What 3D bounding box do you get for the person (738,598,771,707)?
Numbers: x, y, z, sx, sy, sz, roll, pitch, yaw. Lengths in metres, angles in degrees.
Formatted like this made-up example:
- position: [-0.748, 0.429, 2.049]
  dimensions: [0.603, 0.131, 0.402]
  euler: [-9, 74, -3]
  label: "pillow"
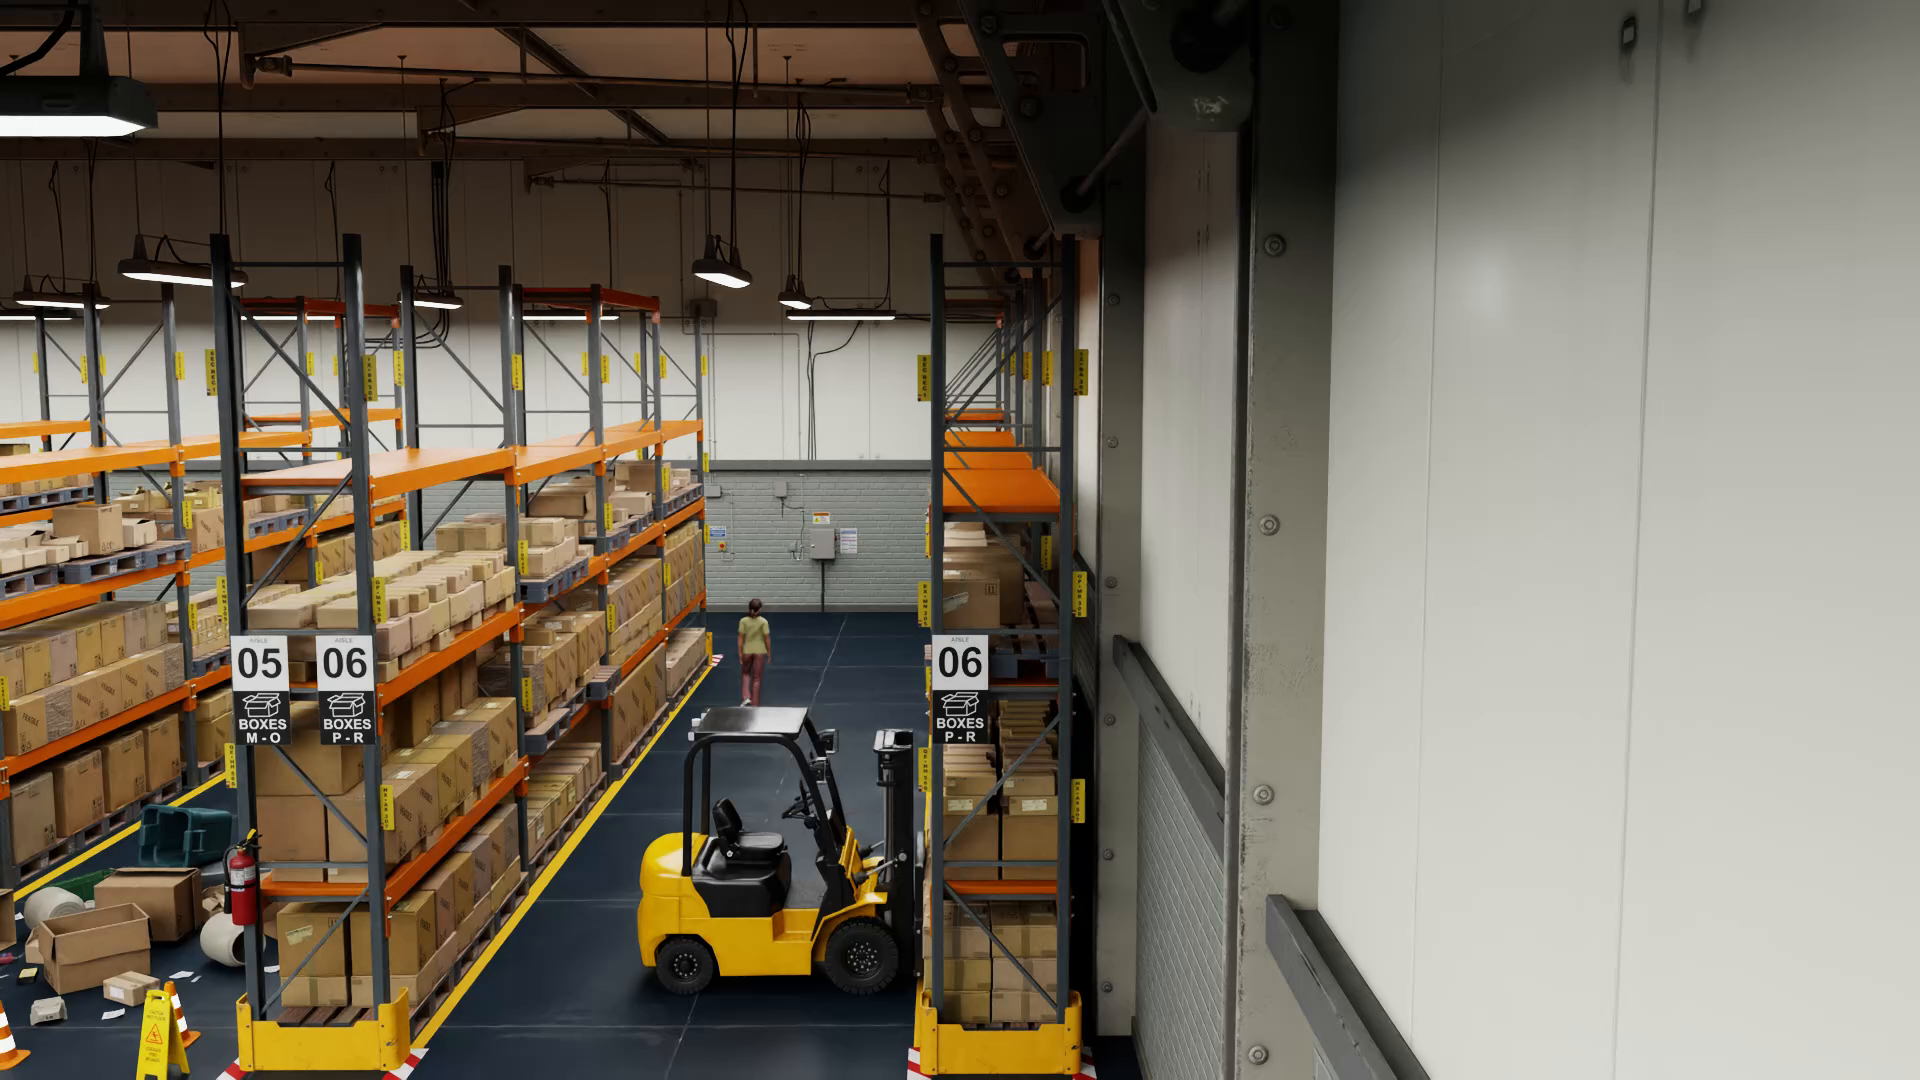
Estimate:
- position: [-2.978, 1.677, 24.110]
  dimensions: [0.482, 1.656, 0.433]
  euler: [0, 6, 2]
  label: "person"
